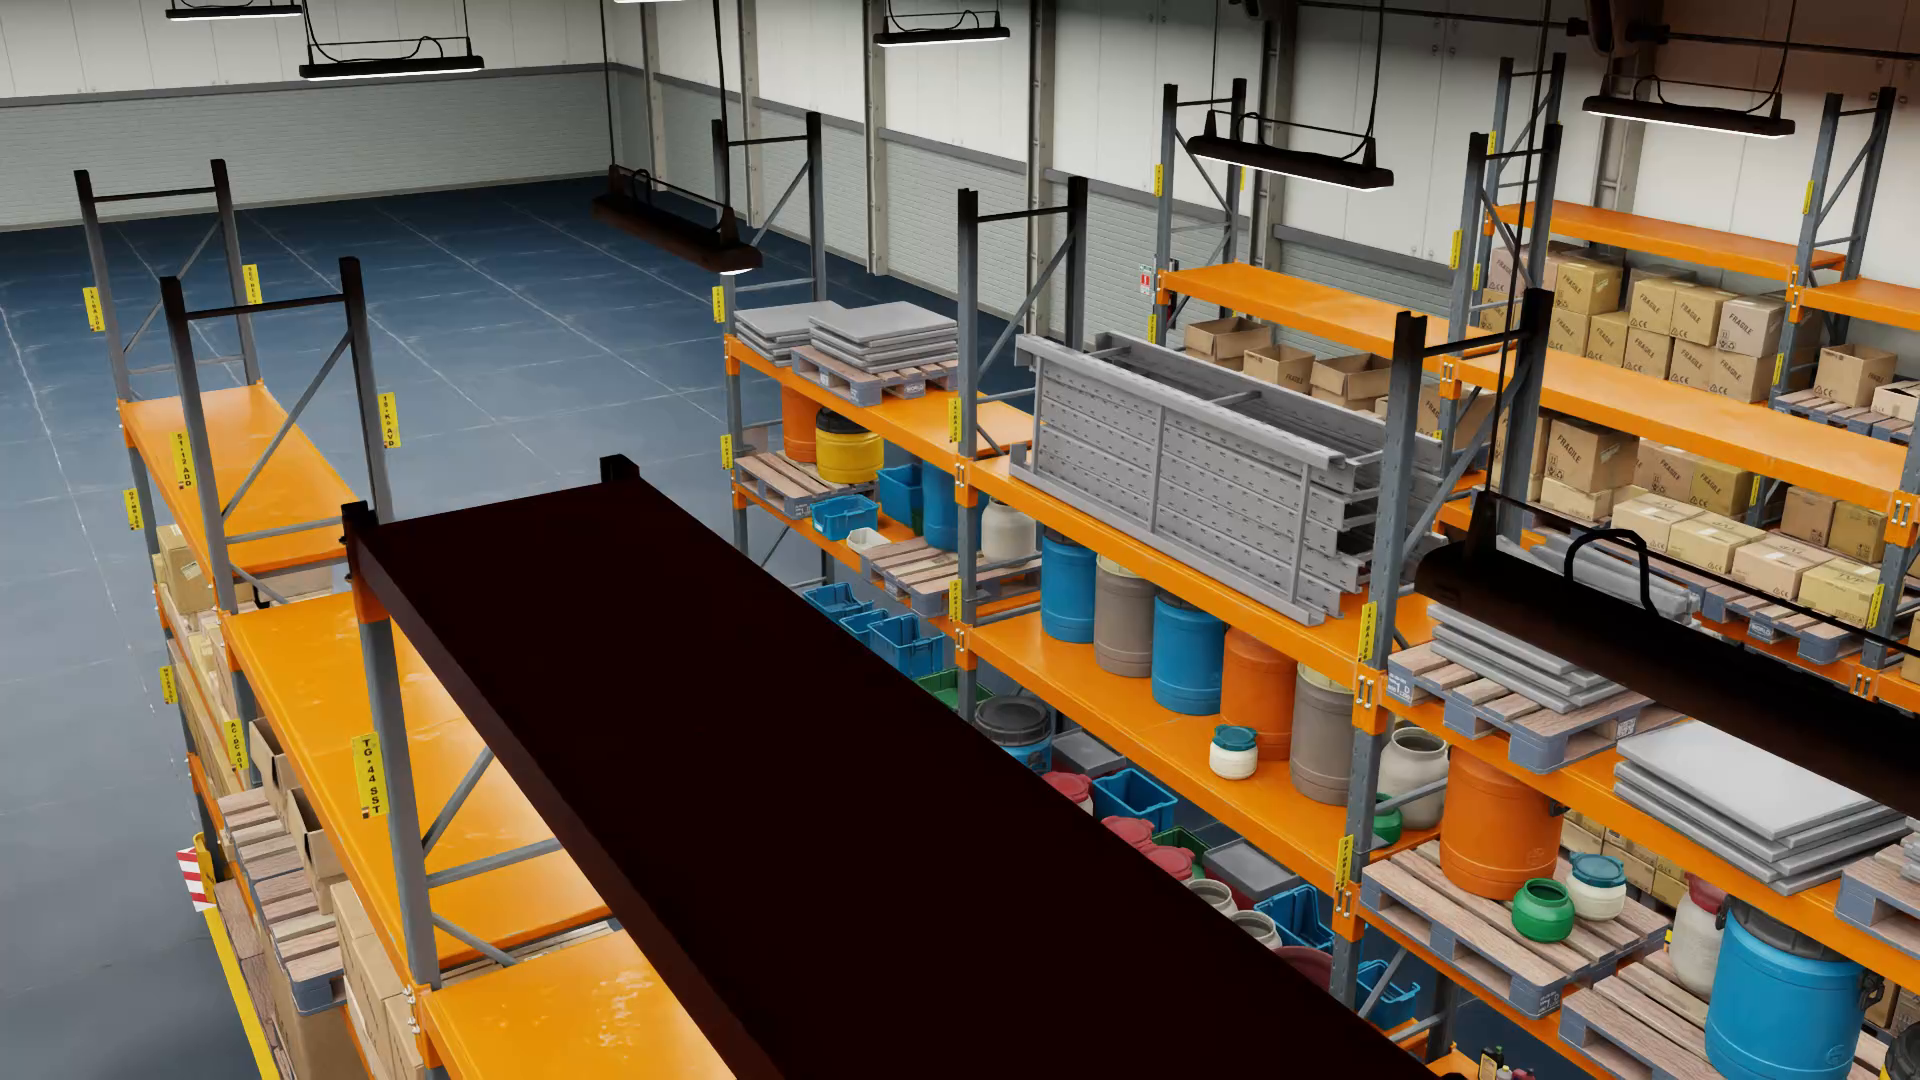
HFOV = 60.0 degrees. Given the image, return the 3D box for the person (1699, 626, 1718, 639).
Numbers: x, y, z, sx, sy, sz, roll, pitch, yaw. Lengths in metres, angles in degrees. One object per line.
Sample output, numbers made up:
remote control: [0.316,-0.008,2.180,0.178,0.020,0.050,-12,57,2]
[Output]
person: [7.529,0.907,16.869,1.004,1.637,0.572,19,29,39]
